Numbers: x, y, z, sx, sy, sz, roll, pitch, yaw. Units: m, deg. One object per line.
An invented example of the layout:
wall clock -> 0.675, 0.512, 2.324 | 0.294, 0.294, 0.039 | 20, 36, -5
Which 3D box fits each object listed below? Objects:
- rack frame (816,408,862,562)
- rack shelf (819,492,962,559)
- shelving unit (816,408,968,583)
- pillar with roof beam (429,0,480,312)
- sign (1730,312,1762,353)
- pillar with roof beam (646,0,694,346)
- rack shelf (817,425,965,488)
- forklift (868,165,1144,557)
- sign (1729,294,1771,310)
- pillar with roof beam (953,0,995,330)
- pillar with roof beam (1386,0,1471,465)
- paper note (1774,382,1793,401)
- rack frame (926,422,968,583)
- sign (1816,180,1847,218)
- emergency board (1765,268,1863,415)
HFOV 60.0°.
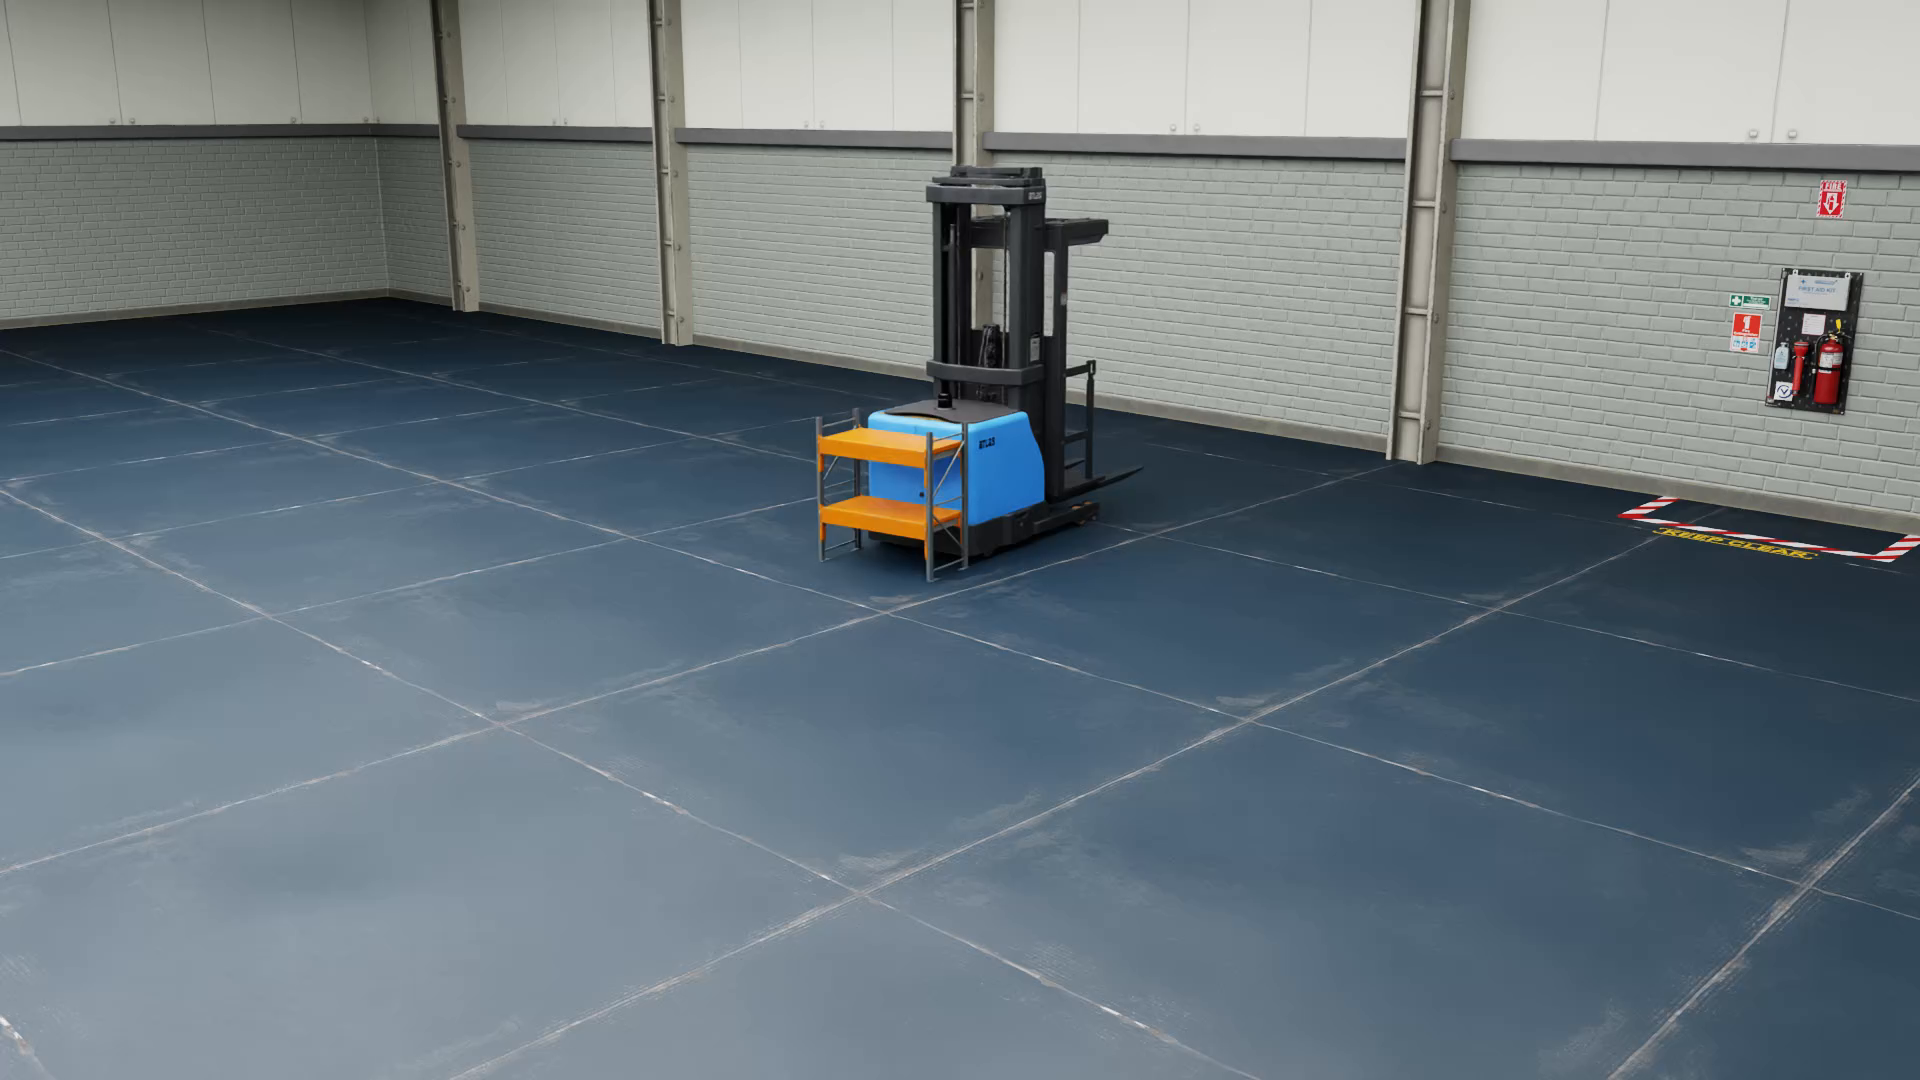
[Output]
rack frame -> -0.933, -0.426, 12.834 | 0.032, 1.125, 0.500 | 10, 17, 33
rack shelf -> -0.513, -0.117, 12.620 | 1.000, 0.278, 0.538 | 10, 17, 33
shelving unit -> -0.513, -0.354, 12.558 | 1.048, 1.125, 0.538 | 10, 17, 33
pillar with roof beam -> -11.468, -7.522, 24.453 | 0.400, 9.000, 9.100 | 14, 20, 42
sign -> 6.718, -1.772, 14.214 | 0.234, 0.329, 0.001 | 14, 20, 42
pillar with roof beam -> -7.149, -6.472, 20.423 | 0.400, 9.000, 9.100 | 14, 20, 42
rack shelf -> -0.513, -0.637, 12.485 | 1.000, 0.278, 0.538 | 10, 17, 33
forklift -> 0.525, -1.602, 13.766 | 1.130, 2.935, 3.031 | 10, 18, 34
sign -> 6.715, -2.026, 14.138 | 0.331, 0.109, 0.001 | 14, 20, 42
pillar with roof beam -> -2.830, -5.422, 16.393 | 0.400, 9.000, 9.100 | 14, 20, 42
pillar with roof beam -> 1.489, -4.372, 12.363 | 0.400, 9.000, 9.100 | 14, 20, 42
paper note -> 6.965, -1.257, 14.053 | 0.142, 0.148, 0.016 | 14, 20, 42
rack frame -> -0.092, -0.282, 12.283 | 0.032, 1.125, 0.500 | 10, 17, 33
sign -> 7.108, -2.781, 13.557 | 0.199, 0.298, 0.001 | 14, 20, 42
emergency board -> 7.044, -1.639, 13.775 | 0.643, 1.169, 0.194 | 14, 20, 42
